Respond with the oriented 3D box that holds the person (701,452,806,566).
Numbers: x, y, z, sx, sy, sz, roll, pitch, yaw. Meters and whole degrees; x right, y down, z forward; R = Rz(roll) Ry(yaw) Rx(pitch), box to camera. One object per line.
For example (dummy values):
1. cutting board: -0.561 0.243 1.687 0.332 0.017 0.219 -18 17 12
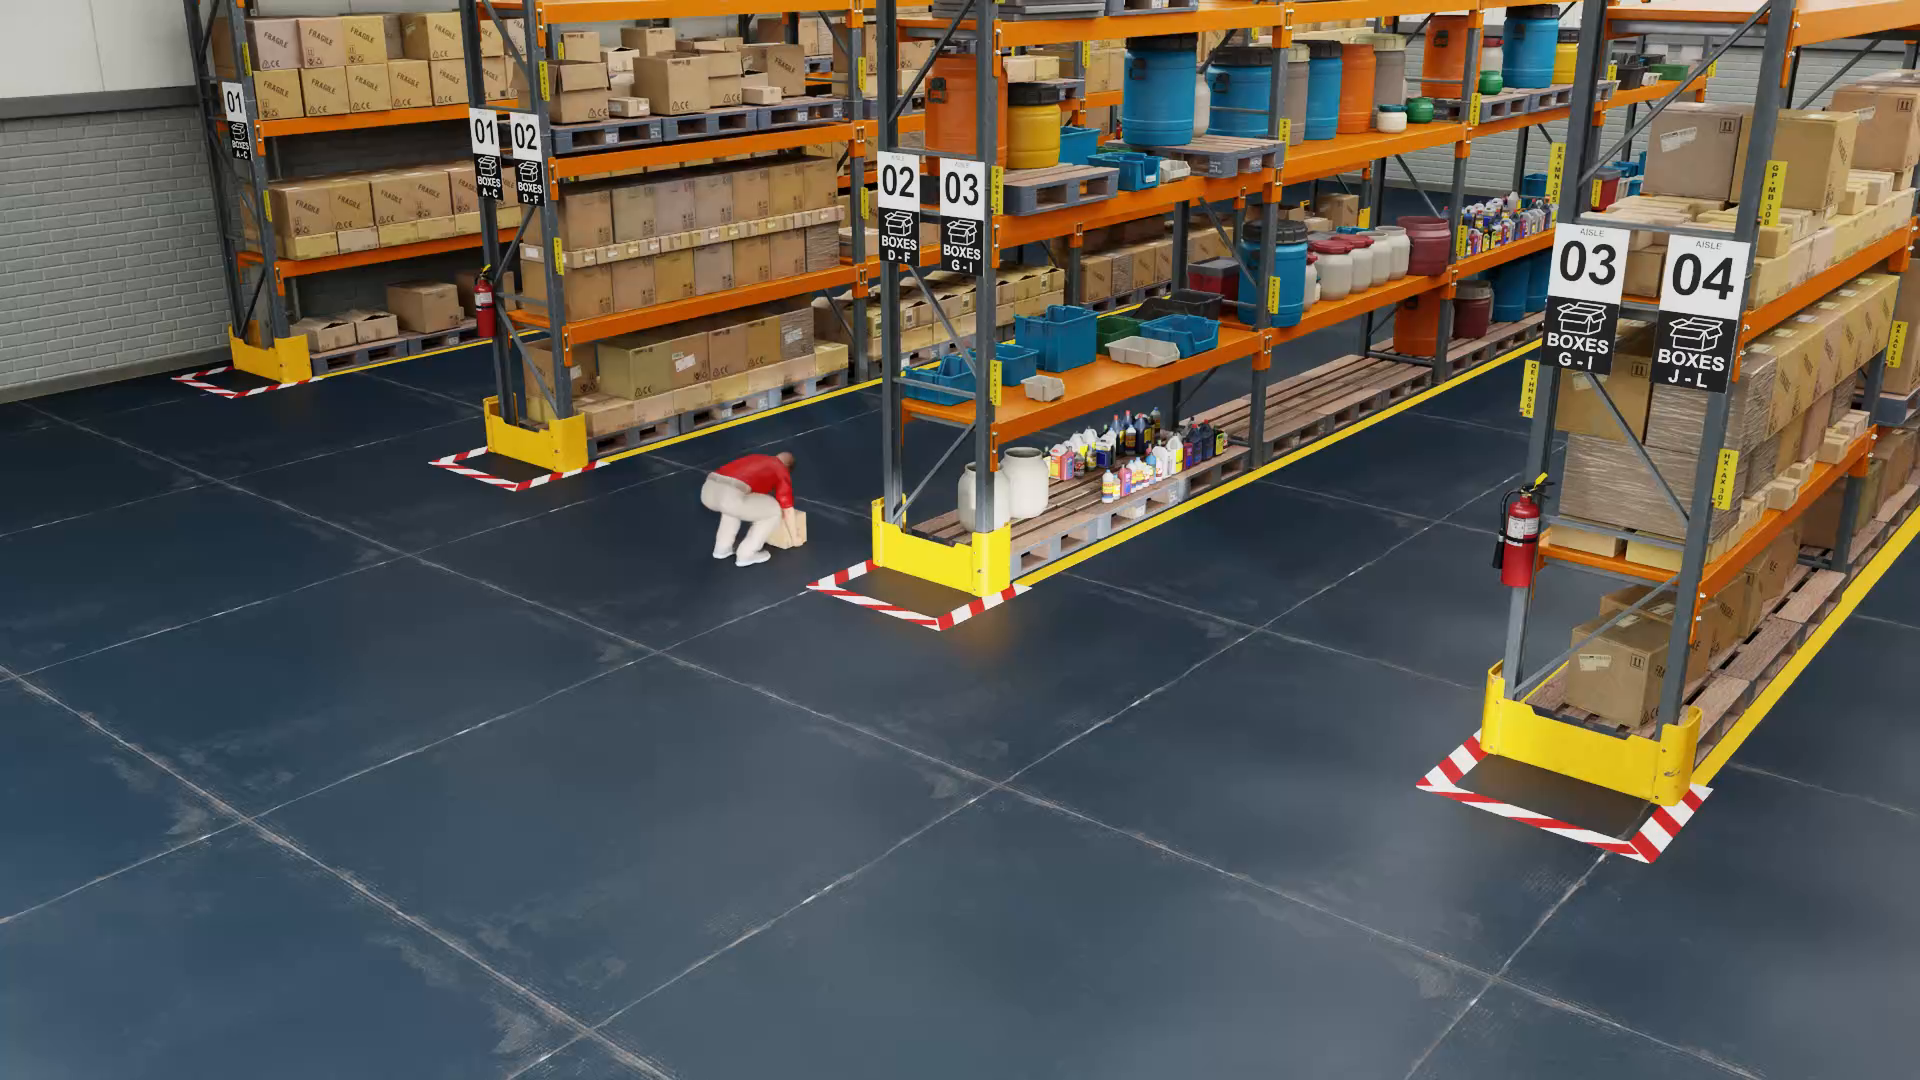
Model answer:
1. person: -1.637 -0.266 13.221 0.536 0.814 0.954 15 25 35
